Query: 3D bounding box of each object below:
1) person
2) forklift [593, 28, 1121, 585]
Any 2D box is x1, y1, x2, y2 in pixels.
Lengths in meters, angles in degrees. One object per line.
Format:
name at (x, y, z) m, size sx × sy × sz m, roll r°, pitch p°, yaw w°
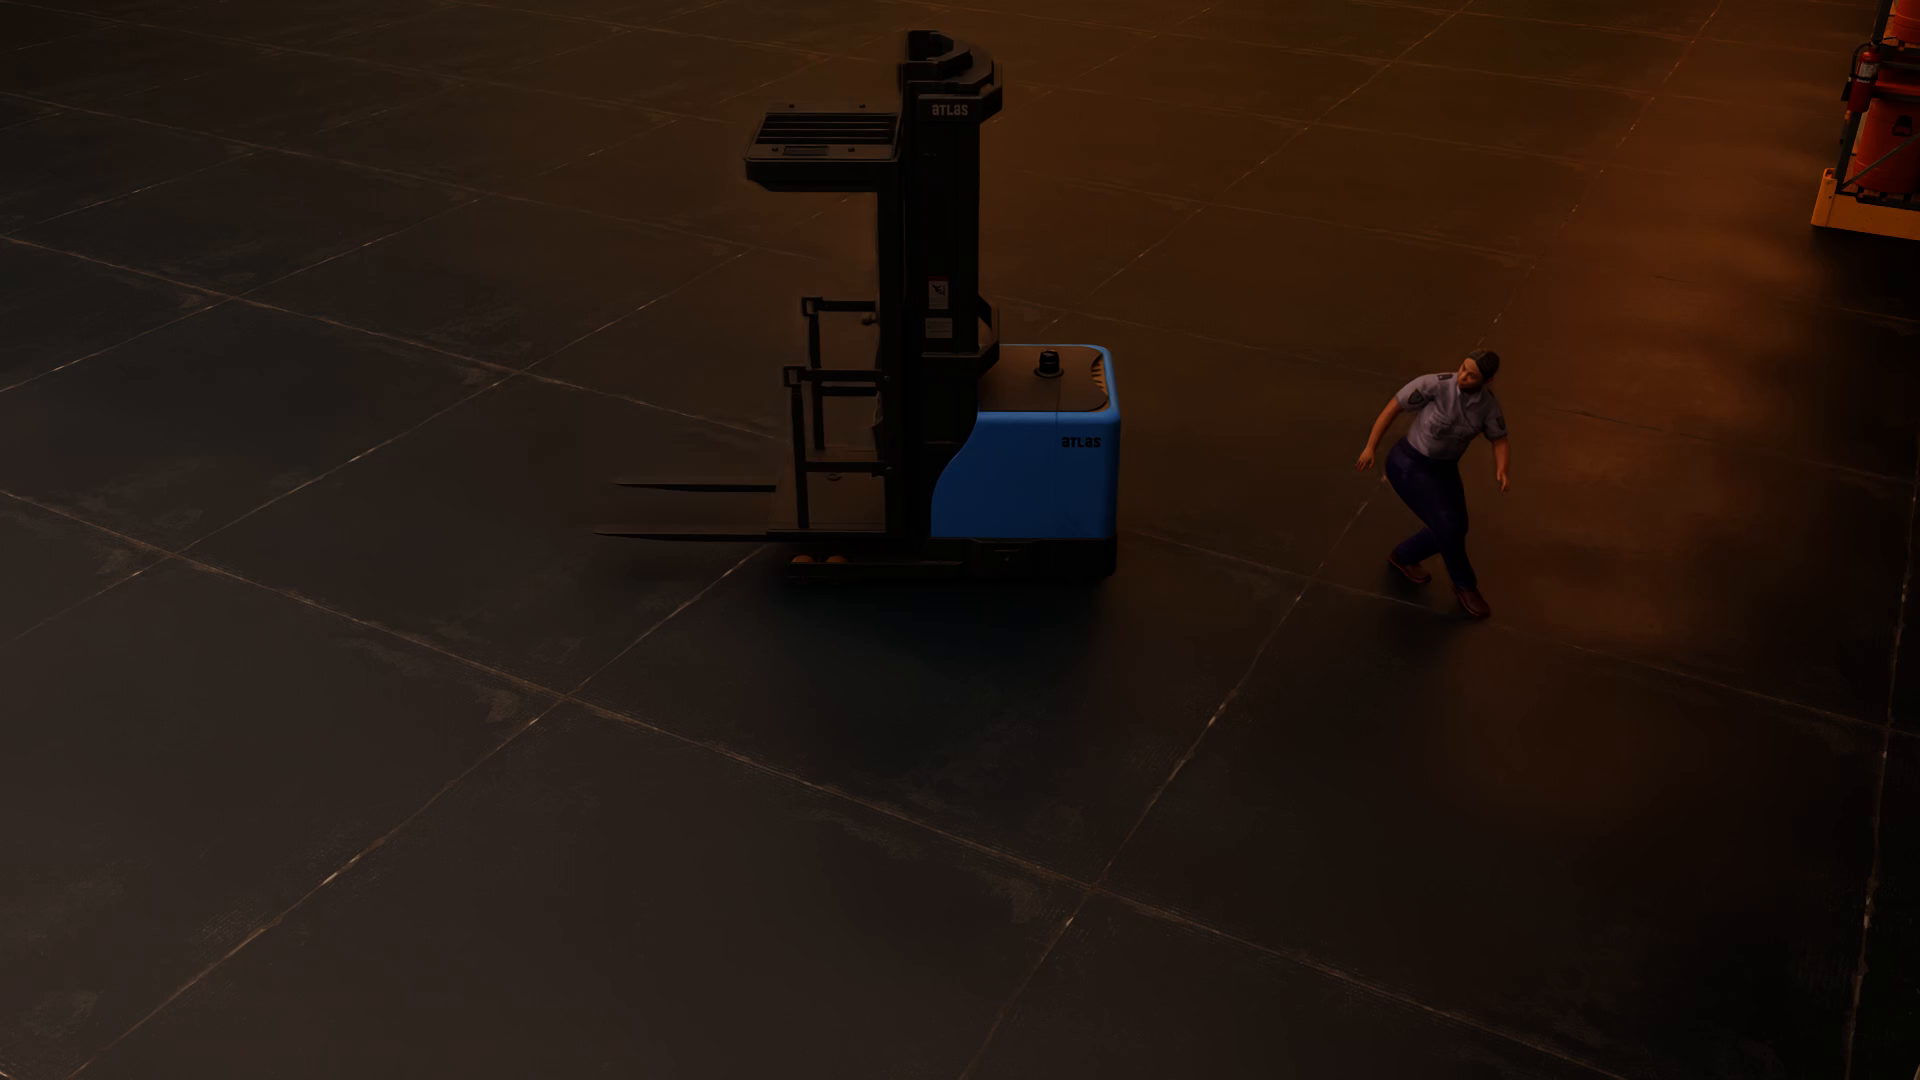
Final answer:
person at (2.644, -0.333, 9.091) m, size 0.714 × 1.504 × 0.747 m, roll -15°, pitch 33°, yaw -24°
forklift at (-0.610, -1.275, 9.279) m, size 3.031 × 2.935 × 1.130 m, roll 0°, pitch 30°, yaw 1°
